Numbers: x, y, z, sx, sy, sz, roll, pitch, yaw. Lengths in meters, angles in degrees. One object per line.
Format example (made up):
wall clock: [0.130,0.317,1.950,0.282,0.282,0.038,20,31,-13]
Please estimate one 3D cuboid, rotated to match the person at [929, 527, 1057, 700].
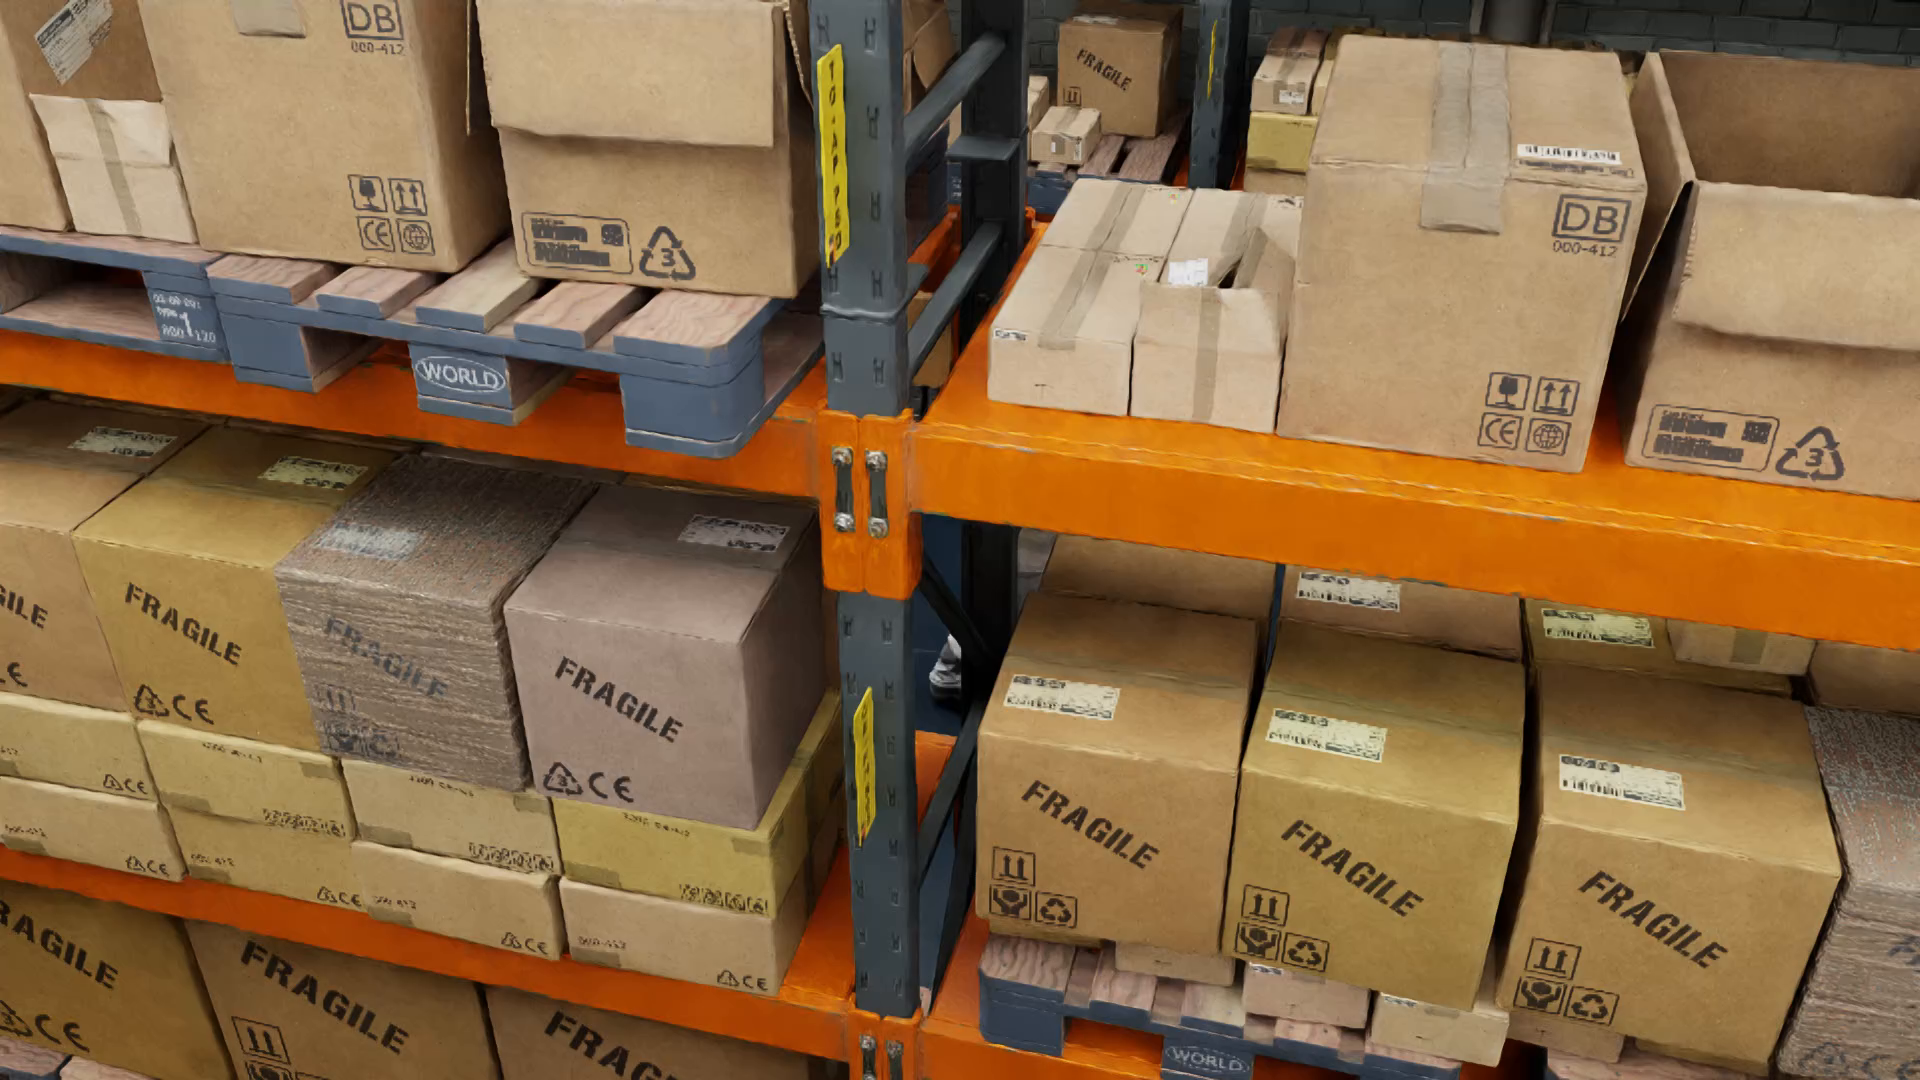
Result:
person: [0.375,0.041,6.085,1.102,1.708,0.581,11,34,17]
